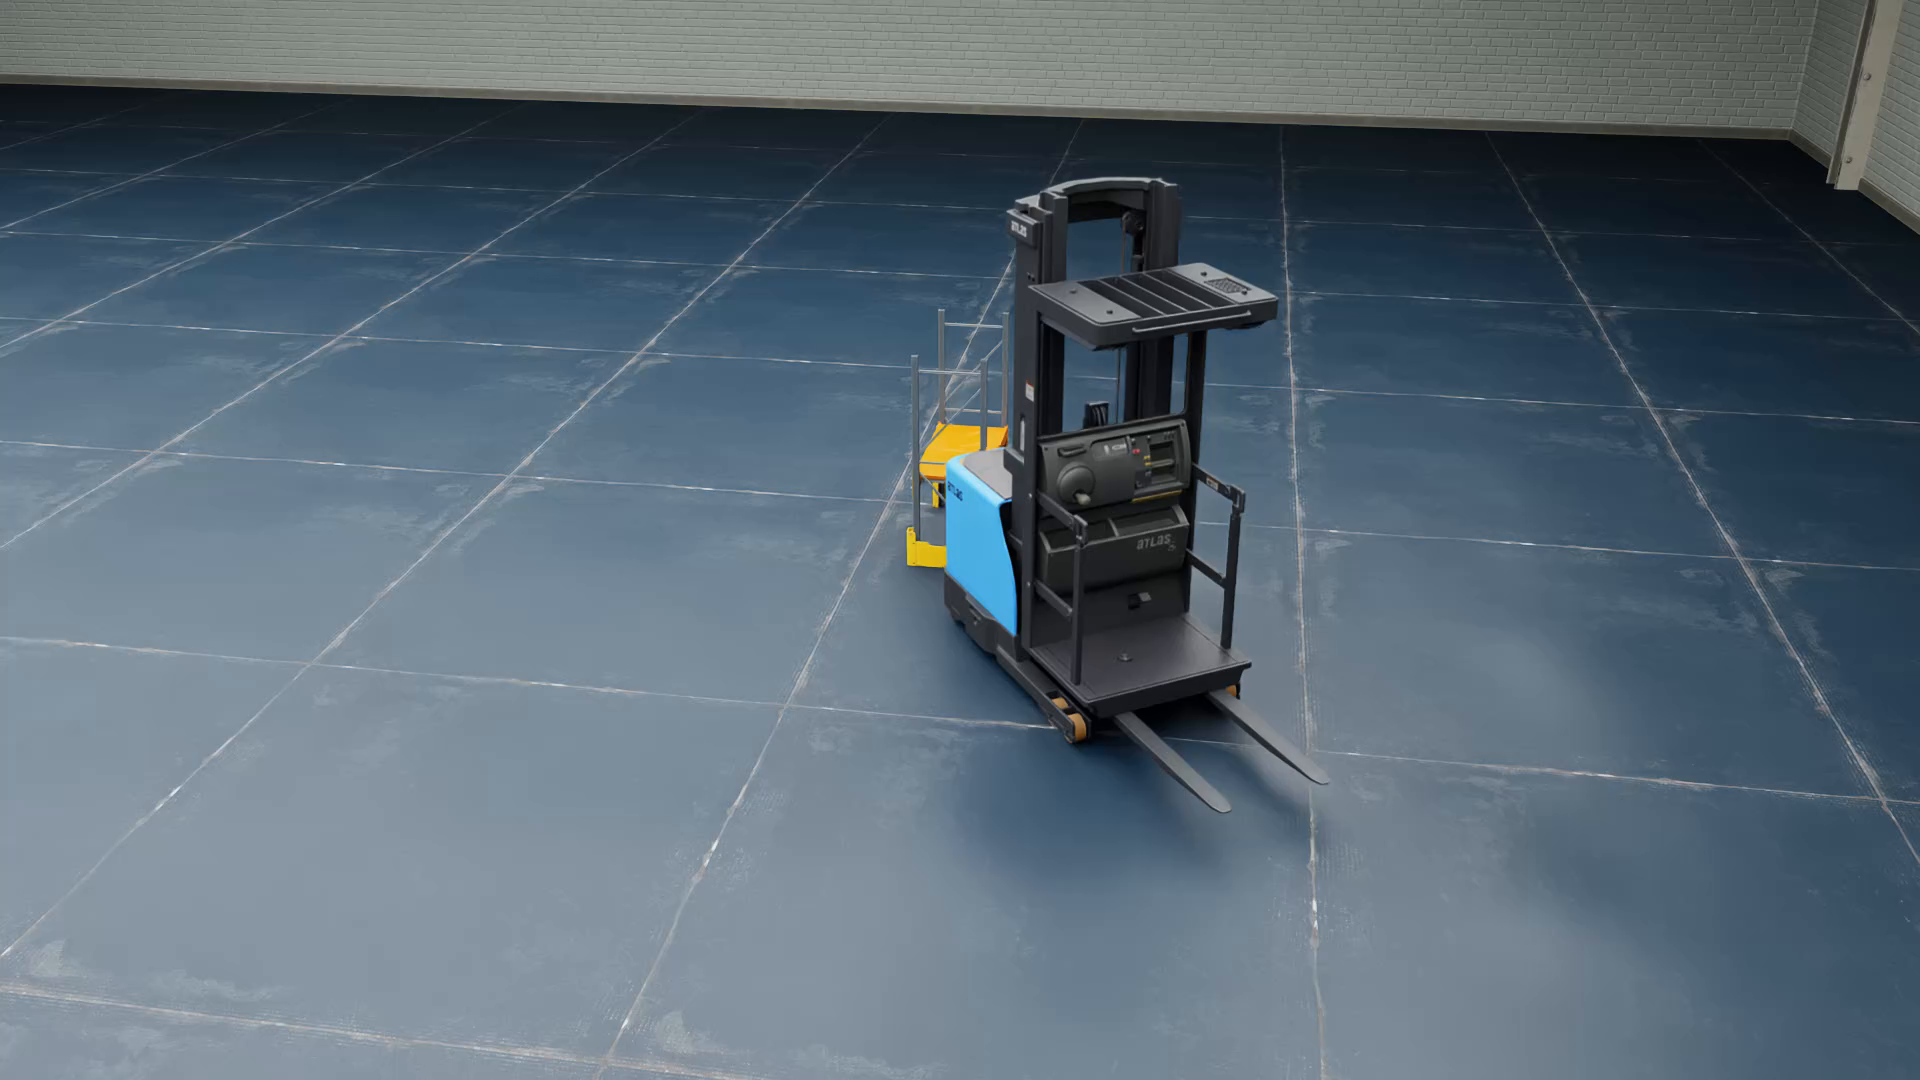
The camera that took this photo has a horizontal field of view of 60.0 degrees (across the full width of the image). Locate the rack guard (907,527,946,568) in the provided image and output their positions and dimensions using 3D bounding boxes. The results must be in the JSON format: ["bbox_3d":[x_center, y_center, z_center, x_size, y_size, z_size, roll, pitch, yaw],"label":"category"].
[{"bbox_3d":[-0.069,0.063,11.364,0.587,0.250,0.087,4,25,9],"label":"rack guard"}]

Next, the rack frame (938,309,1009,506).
[{"bbox_3d":[0.097,-0.928,12.007,0.500,1.500,0.032,4,25,9],"label":"rack frame"}]

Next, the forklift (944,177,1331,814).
[{"bbox_3d":[0.977,-0.396,9.182,1.130,2.935,3.031,-11,27,-23],"label":"forklift"}]

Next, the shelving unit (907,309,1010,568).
[{"bbox_3d":[0.012,-0.711,11.544,0.587,1.500,1.083,4,25,9],"label":"shelving unit"}]

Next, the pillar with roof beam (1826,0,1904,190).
[{"bbox_3d":[7.237,-8.976,20.355,9.100,9.000,0.400,4,25,9],"label":"pillar with roof beam"}]

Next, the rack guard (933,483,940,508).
[{"bbox_3d":[0.094,-0.353,12.254,0.587,0.250,0.087,4,25,9],"label":"rack guard"}]

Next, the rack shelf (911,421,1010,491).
[{"bbox_3d":[0.014,-0.552,11.629,0.538,0.185,1.000,4,25,9],"label":"rack shelf"}]

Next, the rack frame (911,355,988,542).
[{"bbox_3d":[-0.069,-0.502,11.098,0.500,1.500,0.032,4,25,9],"label":"rack frame"}]
